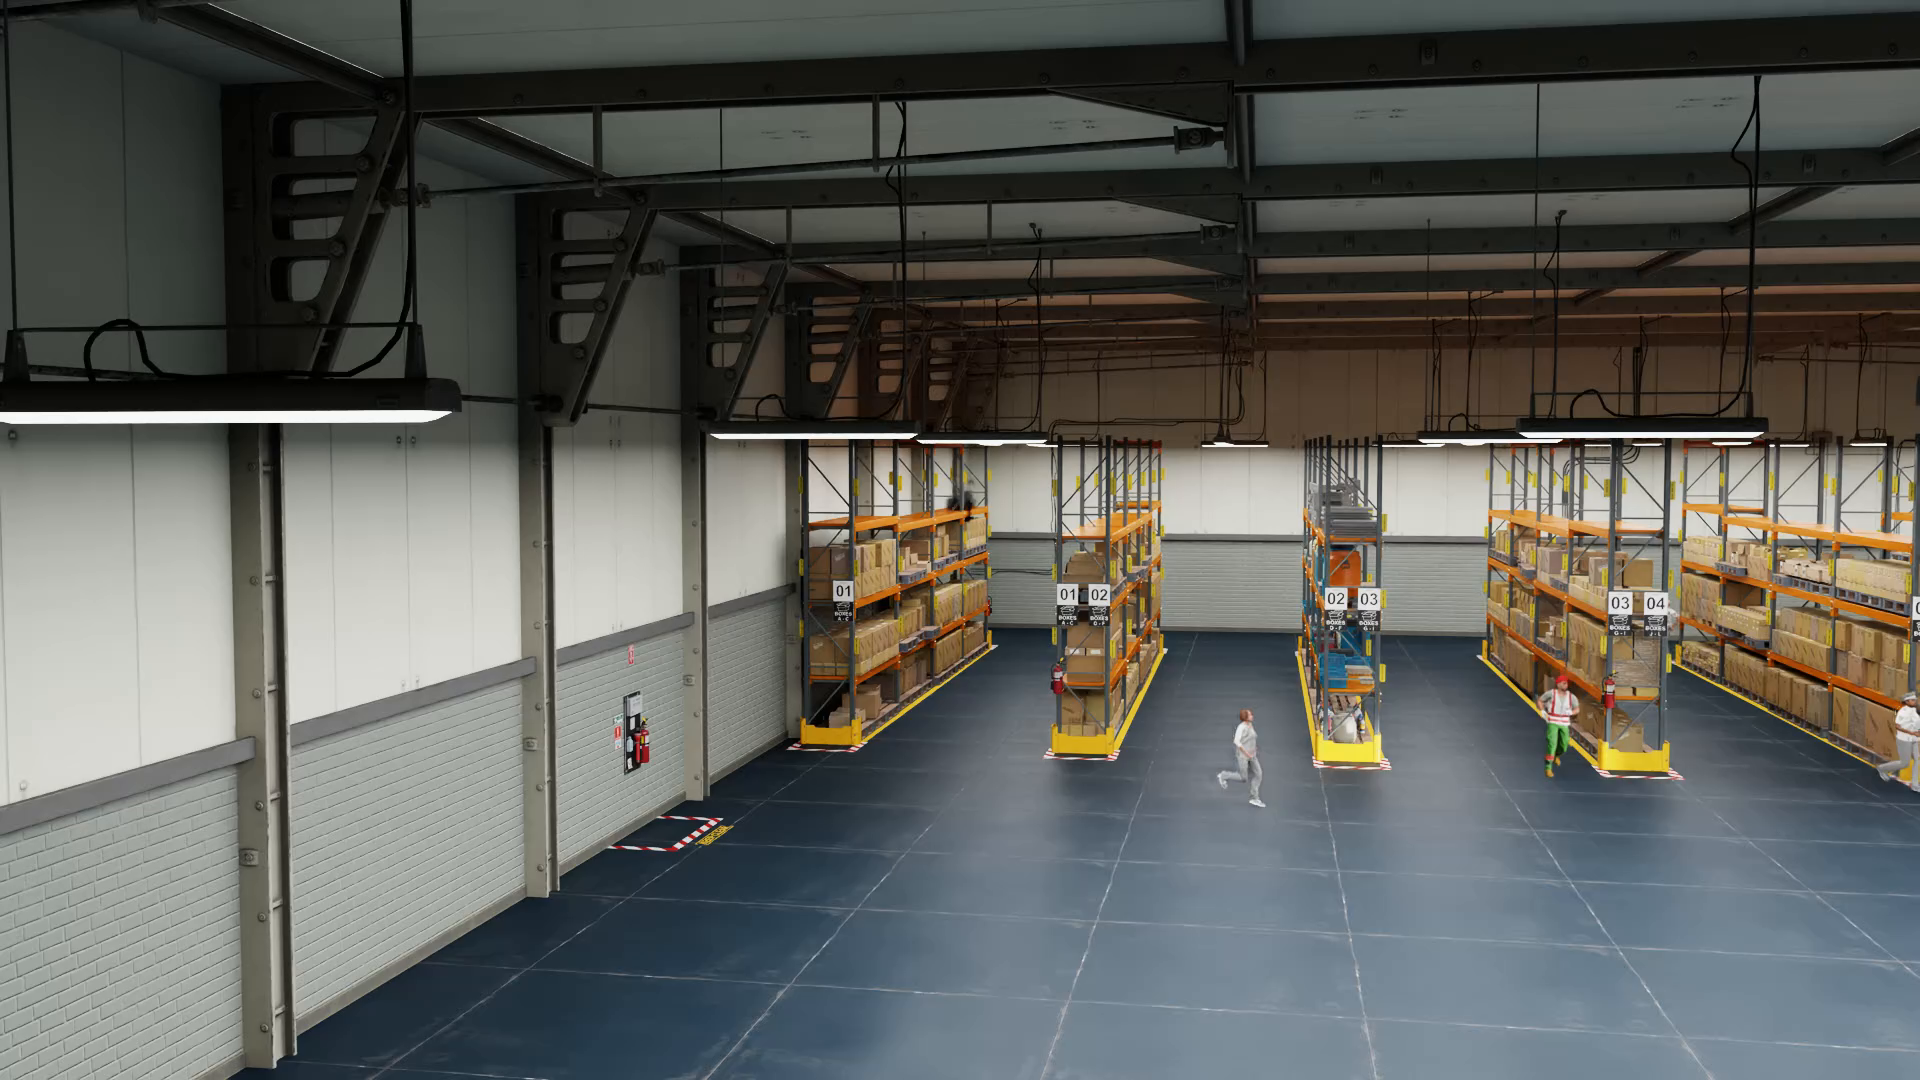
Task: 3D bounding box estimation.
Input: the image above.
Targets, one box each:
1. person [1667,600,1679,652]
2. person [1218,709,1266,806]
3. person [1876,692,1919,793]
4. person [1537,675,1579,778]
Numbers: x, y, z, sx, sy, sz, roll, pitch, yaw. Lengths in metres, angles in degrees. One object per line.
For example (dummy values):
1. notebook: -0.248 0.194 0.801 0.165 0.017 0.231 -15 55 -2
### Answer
1. person: 19.210 2.451 45.443 0.833 1.686 0.694 -1 3 -24
2. person: 4.582 3.512 26.931 0.805 1.558 0.538 2 4 38
3. person: 15.903 3.386 27.964 0.584 1.699 0.837 -2 4 -33
4. person: 10.616 3.270 29.445 0.689 1.758 0.909 0 3 4
